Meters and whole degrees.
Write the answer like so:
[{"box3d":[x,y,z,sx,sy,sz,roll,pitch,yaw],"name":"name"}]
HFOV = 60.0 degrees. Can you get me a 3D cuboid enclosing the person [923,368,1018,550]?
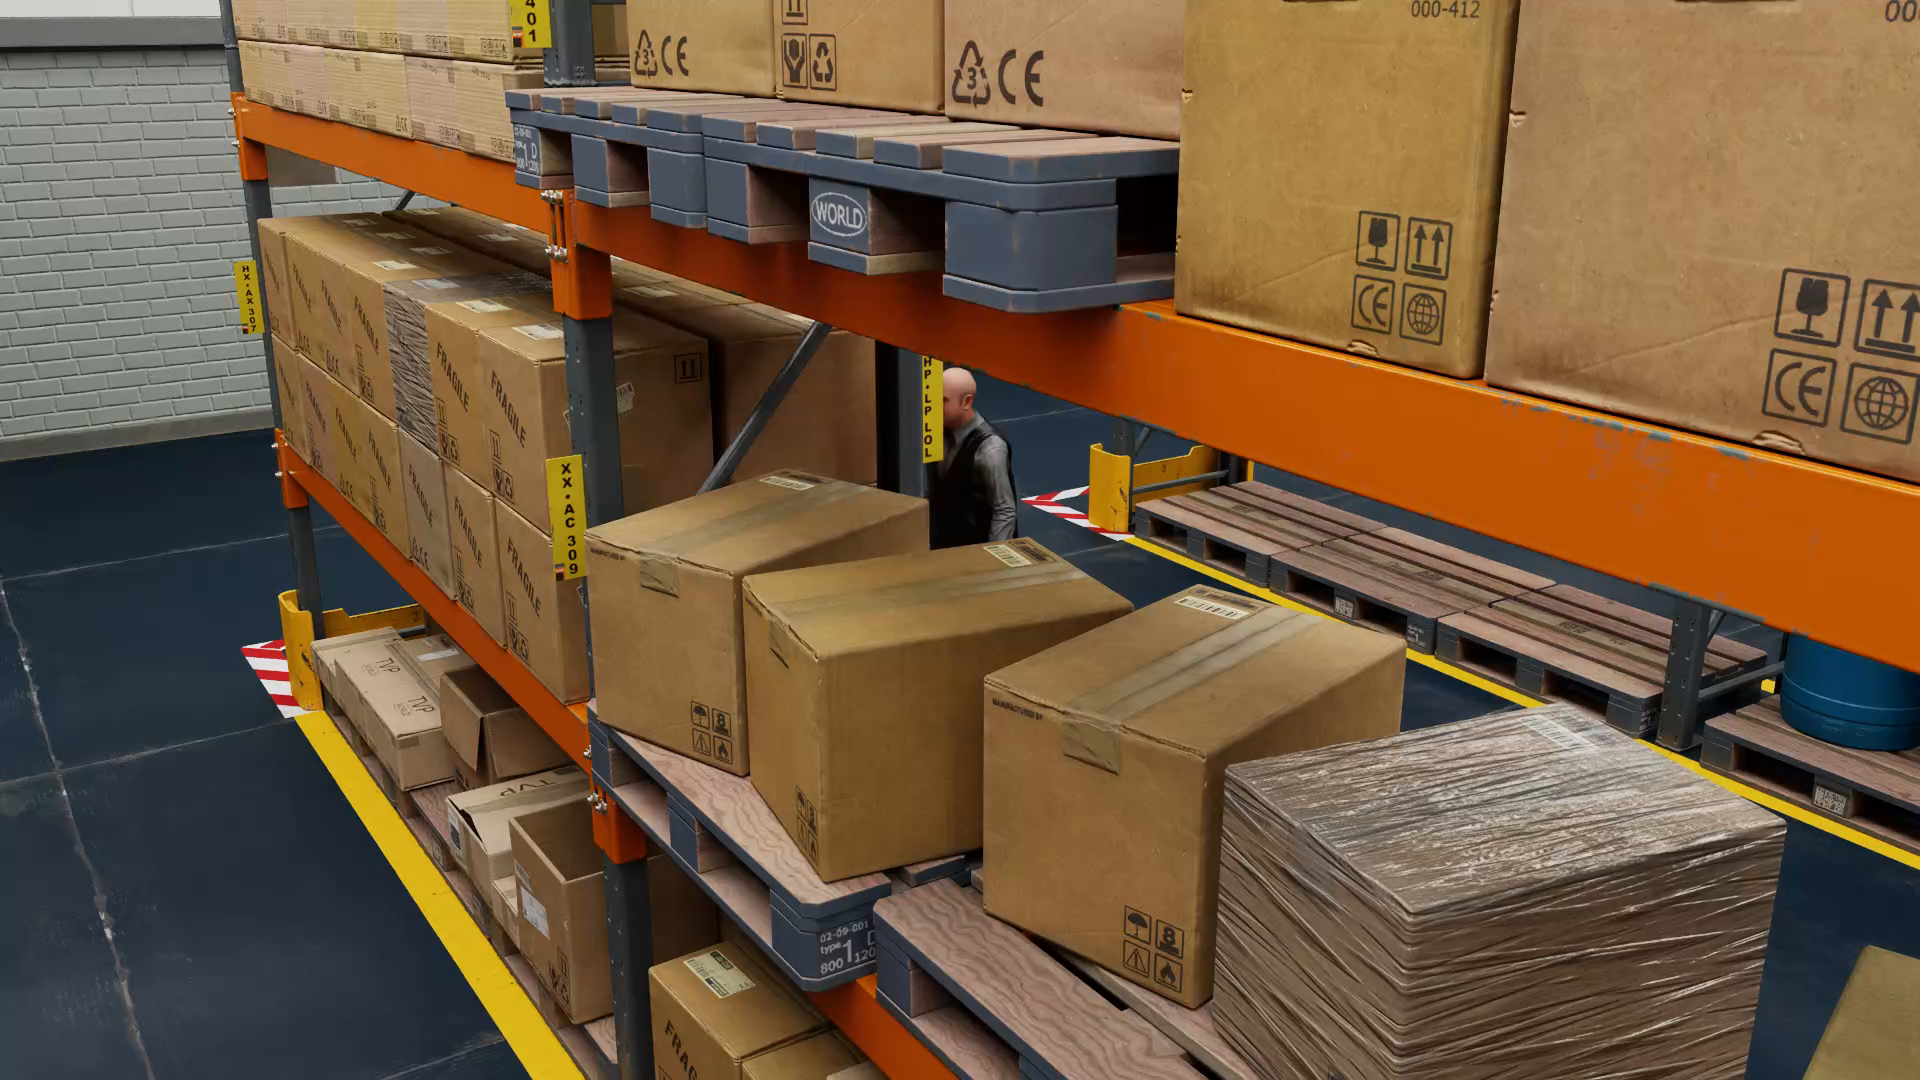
[{"box3d":[0.033,0.072,7.371,0.409,1.722,0.589,-12,22,-33],"name":"person"}]
